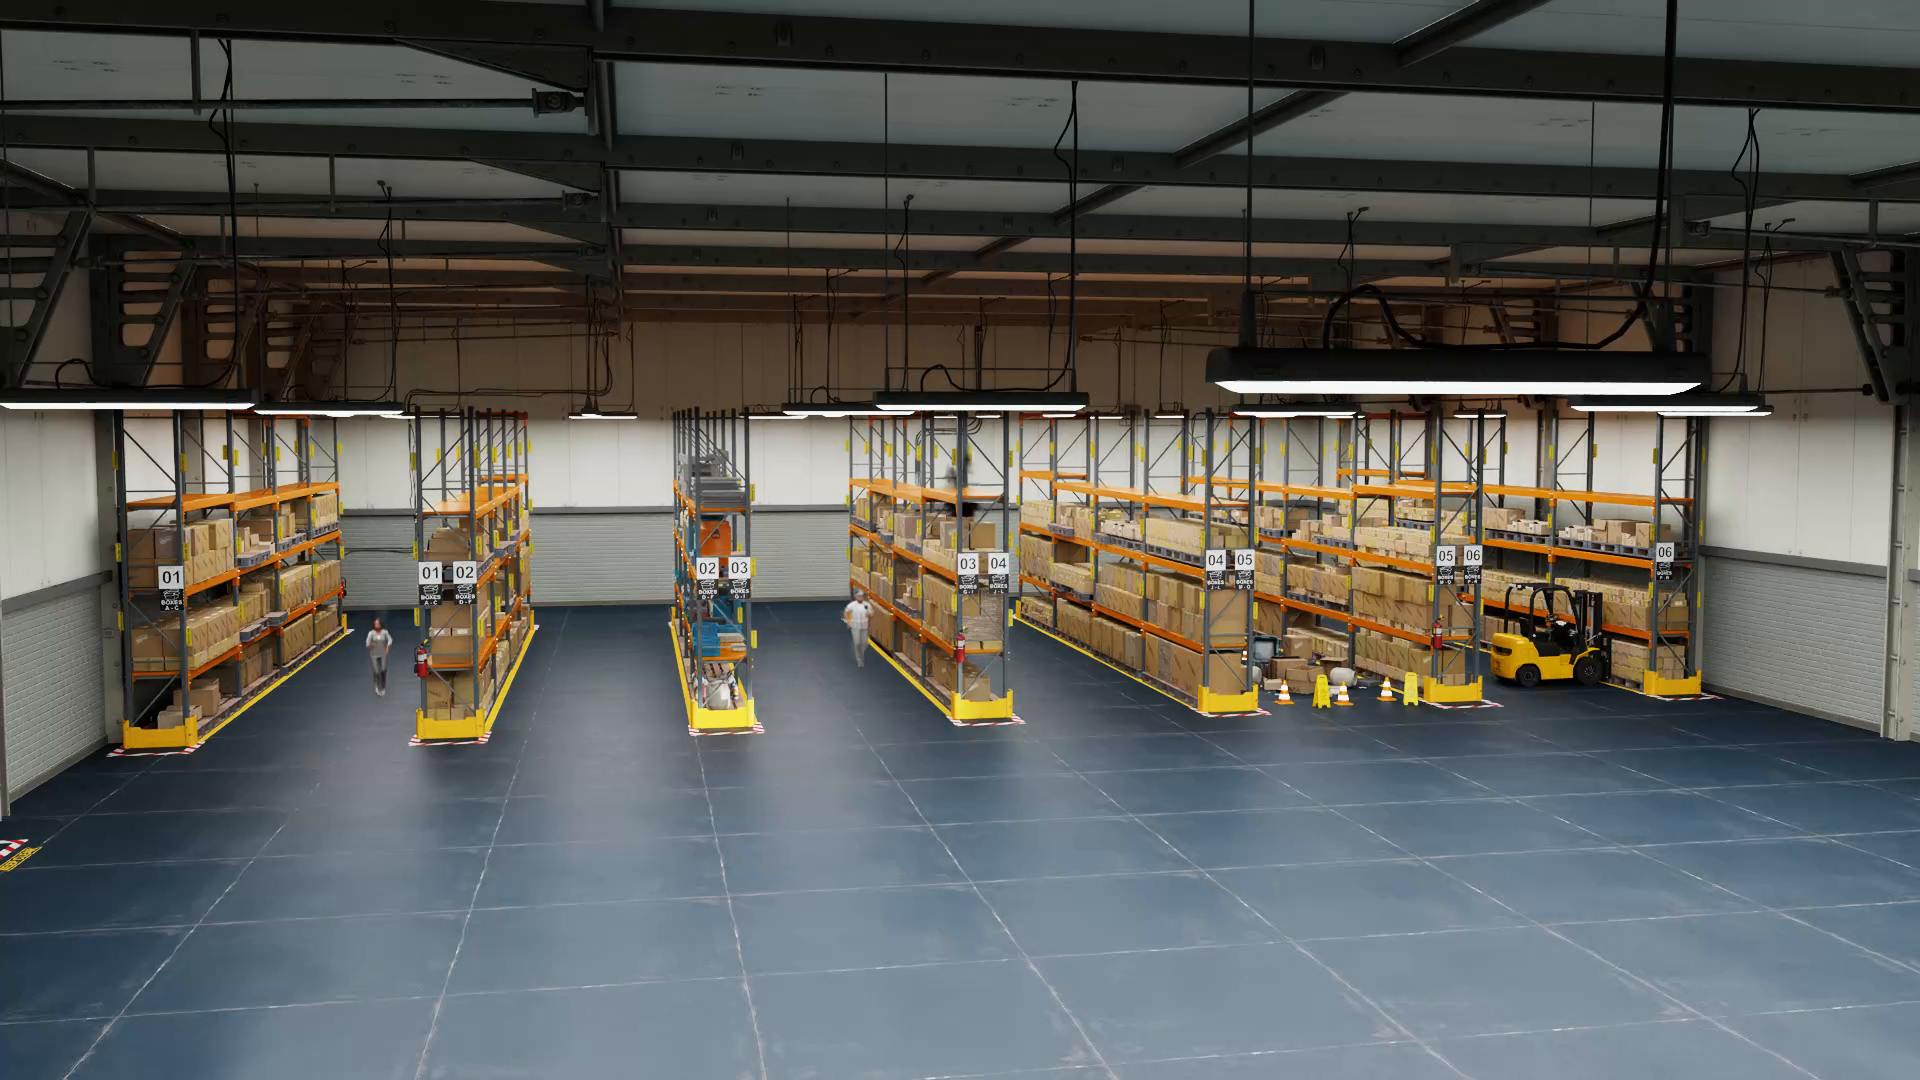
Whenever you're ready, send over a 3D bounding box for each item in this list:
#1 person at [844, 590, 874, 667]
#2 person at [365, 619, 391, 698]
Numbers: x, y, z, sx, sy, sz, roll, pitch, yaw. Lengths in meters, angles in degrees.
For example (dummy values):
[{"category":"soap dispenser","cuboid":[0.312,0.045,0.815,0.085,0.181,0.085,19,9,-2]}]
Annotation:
[{"category":"person","cuboid":[-2.338,2.043,38.977,0.662,1.768,0.989,-1,4,-19]},{"category":"person","cuboid":[-12.100,2.463,34.624,0.514,1.639,0.666,-1,4,-19]}]
